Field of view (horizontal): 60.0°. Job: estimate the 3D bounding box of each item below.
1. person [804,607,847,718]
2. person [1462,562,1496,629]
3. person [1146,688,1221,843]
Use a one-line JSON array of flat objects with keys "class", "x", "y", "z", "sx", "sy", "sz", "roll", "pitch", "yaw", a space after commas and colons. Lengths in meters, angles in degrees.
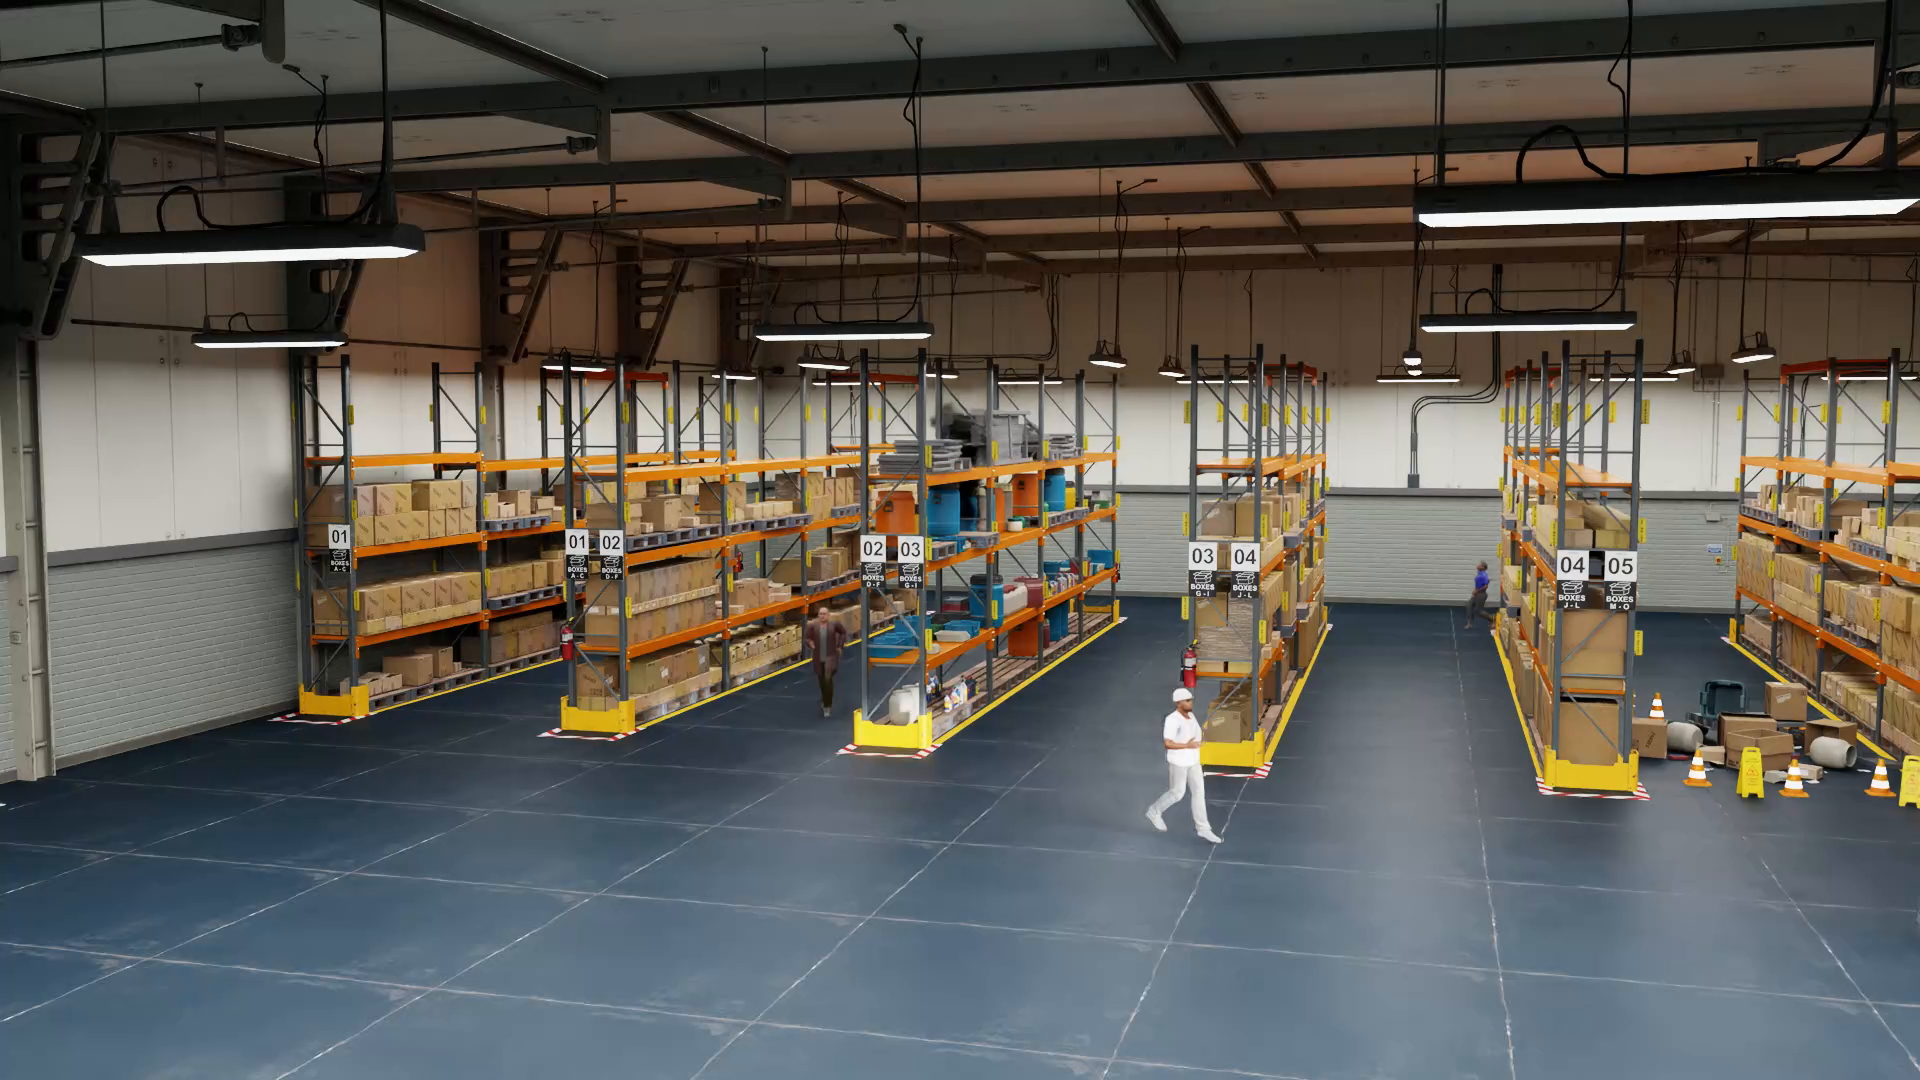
[{"class": "person", "x": -2.273, "y": 2.026, "z": 27.876, "sx": 0.643, "sy": 1.835, "sz": 0.936, "roll": 1, "pitch": 4, "yaw": 12}, {"class": "person", "x": 12.179, "y": 1.307, "z": 38.889, "sx": 0.773, "sy": 1.626, "sz": 0.615, "roll": 0, "pitch": 4, "yaw": 7}, {"class": "person", "x": 2.638, "y": 2.627, "z": 19.558, "sx": 0.936, "sy": 1.770, "sz": 0.695, "roll": 4, "pitch": 6, "yaw": 42}]
